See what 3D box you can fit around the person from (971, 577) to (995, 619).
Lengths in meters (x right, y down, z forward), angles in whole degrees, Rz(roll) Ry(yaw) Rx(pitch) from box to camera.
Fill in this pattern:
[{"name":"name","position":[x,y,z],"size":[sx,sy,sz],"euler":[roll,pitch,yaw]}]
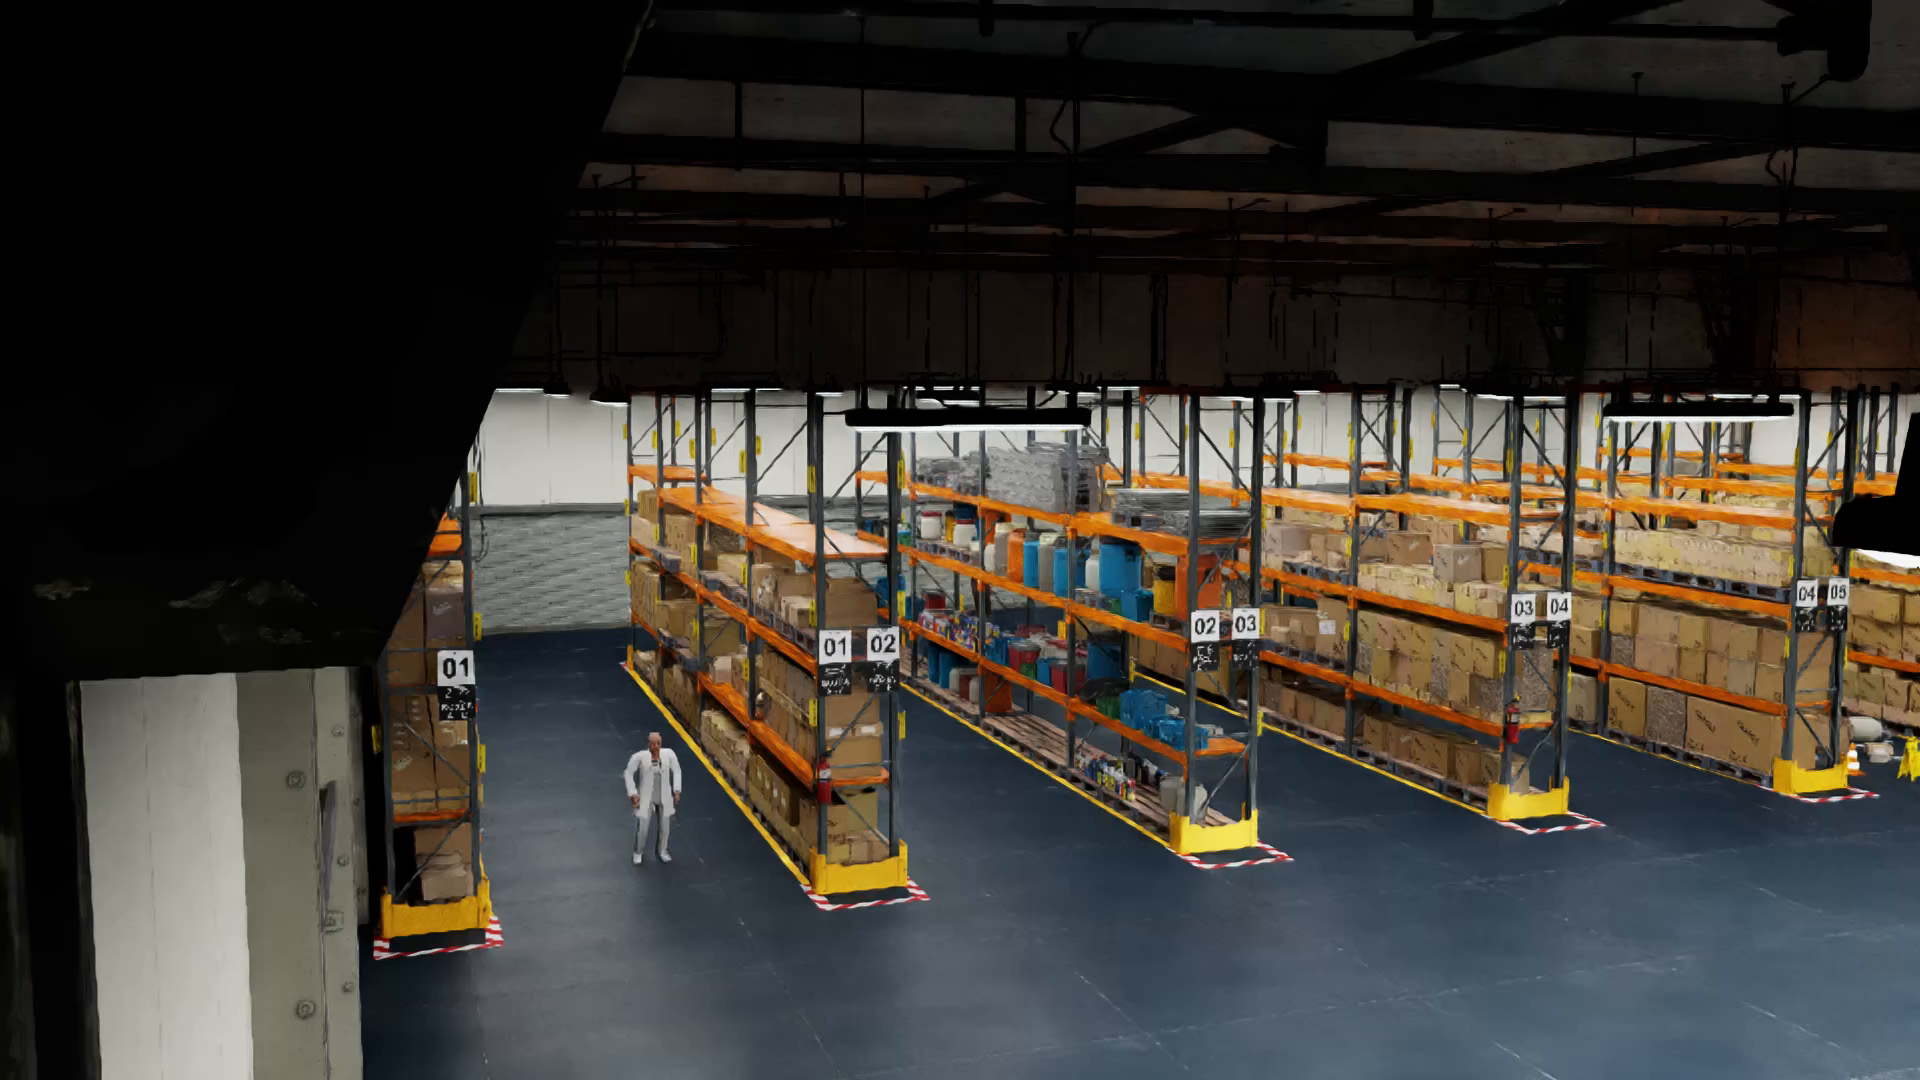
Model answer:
[{"name":"person","position":[0.571,1.140,41.838],"size":[0.616,1.765,0.629],"euler":[2,6,16]}]

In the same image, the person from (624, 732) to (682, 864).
[{"name":"person","position":[-3.929,3.281,21.272],"size":[0.729,1.731,0.541],"euler":[-2,6,-21]}]

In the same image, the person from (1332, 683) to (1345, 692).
[{"name":"person","position":[7.530,2.168,32.168],"size":[0.719,1.714,0.578],"euler":[-2,6,-21]}]
